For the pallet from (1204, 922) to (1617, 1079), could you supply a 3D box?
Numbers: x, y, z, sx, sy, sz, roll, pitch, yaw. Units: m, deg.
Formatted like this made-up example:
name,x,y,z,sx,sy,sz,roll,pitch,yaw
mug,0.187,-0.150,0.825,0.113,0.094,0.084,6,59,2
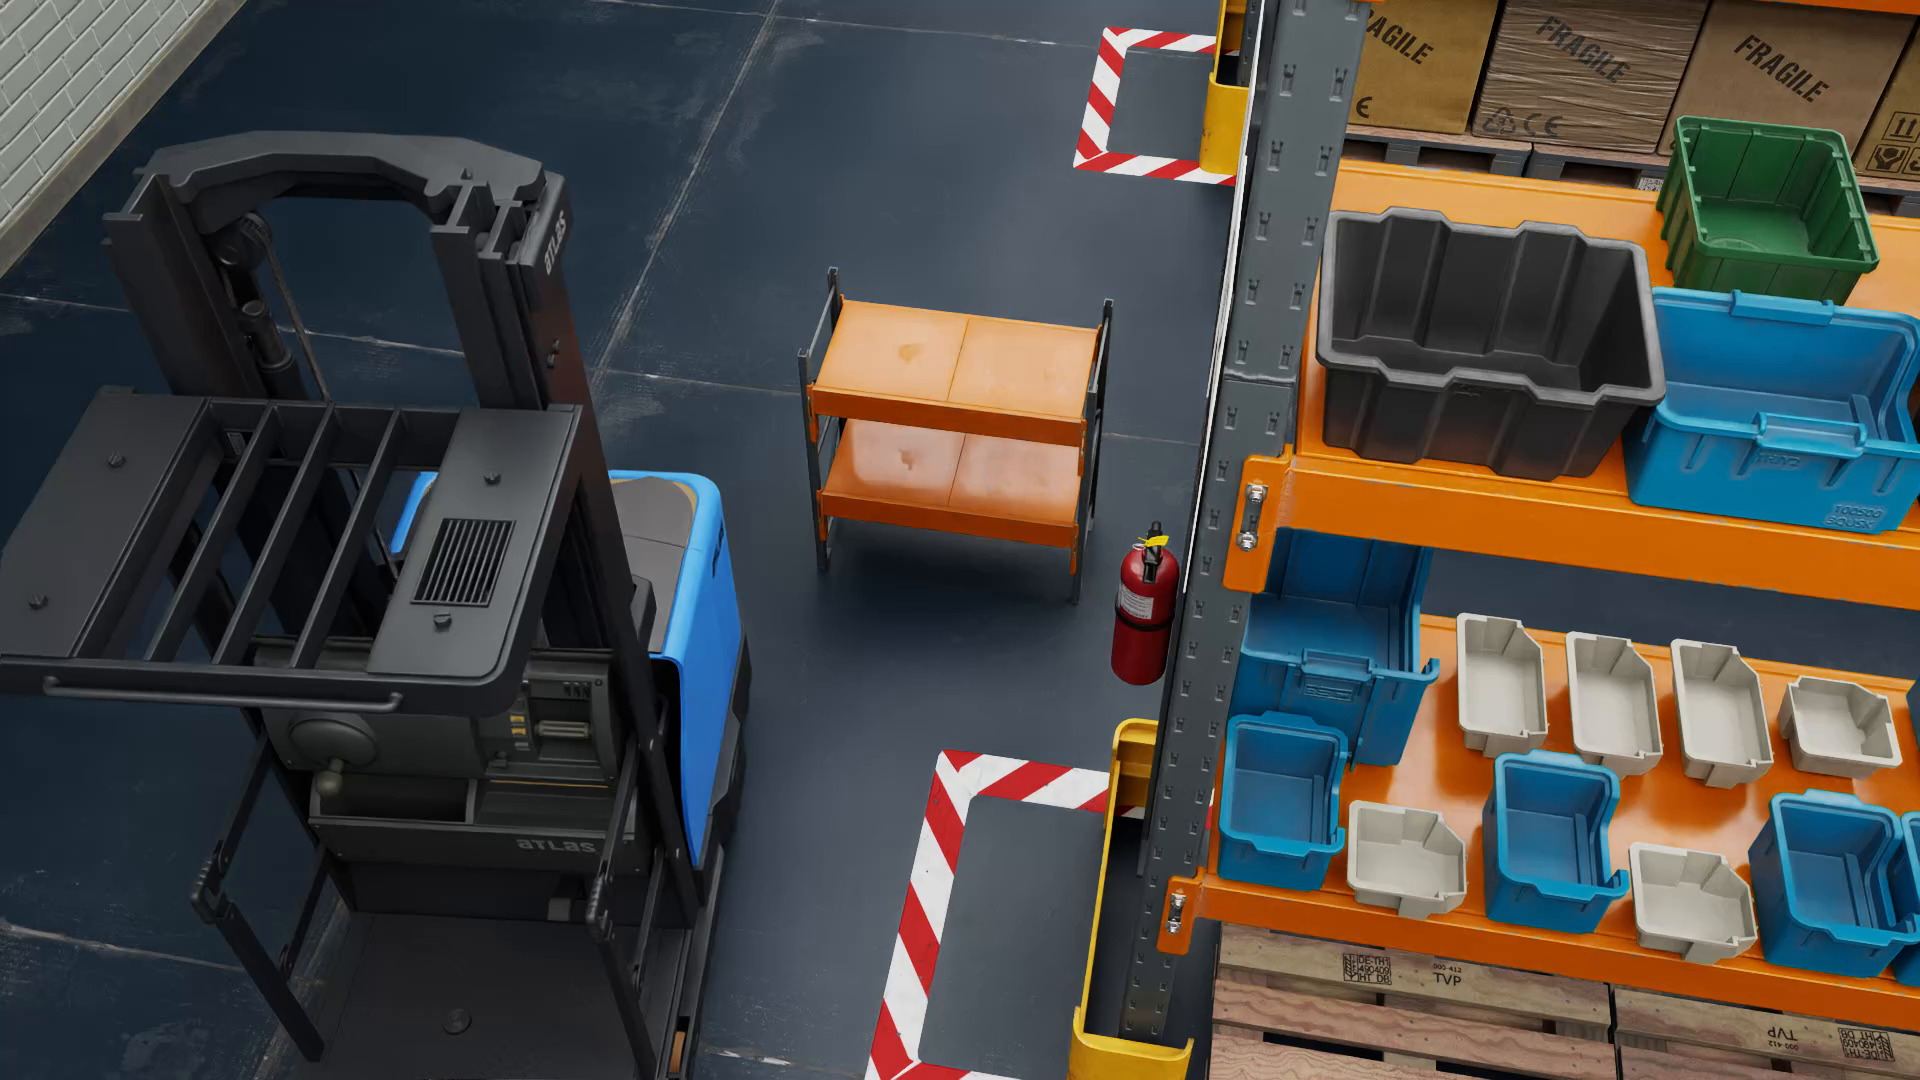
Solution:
name,x,y,z,sx,sy,sz,roll,pitch,yaw
pallet,1.420,1.430,5.295,1.213,0.211,1.003,8,49,7

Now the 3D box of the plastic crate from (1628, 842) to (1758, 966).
name,x,y,z,sx,sy,sz,roll,pitch,yaw
plastic crate,1.769,0.895,4.038,0.298,0.136,0.250,8,49,7

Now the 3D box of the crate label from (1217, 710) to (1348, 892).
name,x,y,z,sx,sy,sz,roll,pitch,yaw
crate label,0.800,0.670,4.175,0.303,0.233,0.416,8,49,7

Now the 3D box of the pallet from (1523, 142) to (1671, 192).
name,x,y,z,sx,sy,sz,roll,pitch,yaw
pallet,3.494,-2.121,8.486,1.213,0.211,1.003,8,49,7

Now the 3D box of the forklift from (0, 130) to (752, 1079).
name,x,y,z,sx,sy,sz,roll,pitch,yaw
forklift,-1.382,0.594,4.218,1.130,2.935,3.031,3,48,2

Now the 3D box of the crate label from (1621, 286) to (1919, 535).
name,x,y,z,sx,sy,sz,roll,pitch,yaw
crate label,1.466,-0.234,2.999,0.502,0.251,0.408,8,49,7

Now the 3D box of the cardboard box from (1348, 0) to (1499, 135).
name,x,y,z,sx,sy,sz,roll,pitch,yaw
cardboard box,2.141,-2.669,8.250,0.875,0.875,0.875,8,49,7

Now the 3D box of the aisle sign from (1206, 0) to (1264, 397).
name,x,y,z,sx,sy,sz,roll,pitch,yaw
aisle sign,0.597,-0.732,3.615,0.004,0.787,0.394,8,49,7

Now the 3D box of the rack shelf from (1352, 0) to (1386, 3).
name,x,y,z,sx,sy,sz,roll,pitch,yaw
rack shelf,2.584,-1.006,2.328,4.000,0.370,1.077,8,49,7

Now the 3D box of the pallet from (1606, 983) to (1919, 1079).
name,x,y,z,sx,sy,sz,roll,pitch,yaw
pallet,2.617,1.593,5.148,1.213,0.211,1.003,8,49,7

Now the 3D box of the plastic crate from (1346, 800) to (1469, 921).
name,x,y,z,sx,sy,sz,roll,pitch,yaw
plastic crate,1.101,0.806,4.119,0.298,0.136,0.250,8,49,7

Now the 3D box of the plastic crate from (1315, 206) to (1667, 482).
name,x,y,z,sx,sy,sz,roll,pitch,yaw
plastic crate,0.945,-0.343,3.085,0.590,0.269,0.497,8,49,7

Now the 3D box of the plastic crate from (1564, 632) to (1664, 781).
name,x,y,z,sx,sy,sz,roll,pitch,yaw
plastic crate,1.733,0.453,4.435,0.243,0.136,0.396,8,49,7

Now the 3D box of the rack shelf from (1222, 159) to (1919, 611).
name,x,y,z,sx,sy,sz,roll,pitch,yaw
rack shelf,2.584,-0.137,3.295,4.000,0.370,1.077,8,49,7

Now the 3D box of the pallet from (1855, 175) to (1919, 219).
name,x,y,z,sx,sy,sz,roll,pitch,yaw
pallet,4.698,-1.961,8.342,1.213,0.211,1.003,8,49,7

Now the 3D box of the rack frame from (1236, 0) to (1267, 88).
name,x,y,z,sx,sy,sz,roll,pitch,yaw
rack frame,1.497,-3.265,7.639,0.127,3.000,1.000,8,49,7

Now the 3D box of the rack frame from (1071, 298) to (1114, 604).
name,x,y,z,sx,sy,sz,roll,pitch,yaw
rack frame,0.494,-0.310,6.244,0.032,1.125,0.500,8,49,7

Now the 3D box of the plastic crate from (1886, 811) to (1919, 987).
name,x,y,z,sx,sy,sz,roll,pitch,yaw
plastic crate,2.391,0.884,3.983,0.300,0.233,0.416,8,49,7

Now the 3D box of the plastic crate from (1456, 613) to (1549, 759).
name,x,y,z,sx,sy,sz,roll,pitch,yaw
plastic crate,1.450,0.404,4.479,0.243,0.136,0.396,8,49,7

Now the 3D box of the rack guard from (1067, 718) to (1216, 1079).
name,x,y,z,sx,sy,sz,roll,pitch,yaw
rack guard,0.590,1.203,5.305,0.348,0.500,1.175,8,49,7

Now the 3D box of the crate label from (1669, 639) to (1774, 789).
name,x,y,z,sx,sy,sz,roll,pitch,yaw
crate label,2.011,0.472,4.418,0.243,0.136,0.396,8,49,7

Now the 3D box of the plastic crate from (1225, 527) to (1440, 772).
name,x,y,z,sx,sy,sz,roll,pitch,yaw
plastic crate,0.978,0.236,4.429,0.499,0.435,0.616,8,49,7

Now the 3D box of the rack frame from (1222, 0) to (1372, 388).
name,x,y,z,sx,sy,sz,roll,pitch,yaw
rack frame,0.616,-1.644,2.150,0.127,3.000,1.000,8,49,7

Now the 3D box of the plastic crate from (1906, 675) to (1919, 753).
name,x,y,z,sx,sy,sz,roll,pitch,yaw
plastic crate,2.682,0.481,4.346,0.300,0.233,0.416,8,49,7

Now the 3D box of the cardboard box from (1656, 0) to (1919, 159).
name,x,y,z,sx,sy,sz,roll,pitch,yaw
cardboard box,3.912,-2.431,8.036,0.875,0.875,0.875,8,49,7

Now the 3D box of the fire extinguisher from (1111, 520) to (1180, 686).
name,x,y,z,sx,sy,sz,roll,pitch,yaw
fire extinguisher,0.548,0.159,4.866,0.183,0.674,0.296,8,49,7

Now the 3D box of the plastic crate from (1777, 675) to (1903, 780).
name,x,y,z,sx,sy,sz,roll,pitch,yaw
plastic crate,2.306,0.498,4.395,0.250,0.136,0.298,8,49,7

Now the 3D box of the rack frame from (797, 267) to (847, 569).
name,x,y,z,sx,sy,sz,roll,pitch,yaw
rack frame,-0.507,-0.444,6.365,0.032,1.125,0.500,8,49,7

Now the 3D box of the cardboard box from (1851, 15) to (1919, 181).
name,x,y,z,sx,sy,sz,roll,pitch,yaw
cardboard box,4.798,-2.312,7.929,0.875,0.875,0.875,8,49,7

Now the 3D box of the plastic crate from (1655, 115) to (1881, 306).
name,x,y,z,sx,sy,sz,roll,pitch,yaw
plastic crate,1.637,-0.650,3.415,0.336,0.188,0.450,8,49,7

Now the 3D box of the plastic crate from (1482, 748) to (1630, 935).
name,x,y,z,sx,sy,sz,roll,pitch,yaw
plastic crate,1.448,0.757,4.097,0.300,0.233,0.416,8,49,7

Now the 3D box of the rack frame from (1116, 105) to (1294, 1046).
name,x,y,z,sx,sy,sz,roll,pitch,yaw
rack frame,0.616,0.361,4.381,0.127,3.000,1.000,8,49,7

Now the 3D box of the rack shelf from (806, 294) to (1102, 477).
name,x,y,z,sx,sy,sz,roll,pitch,yaw
rack shelf,-0.007,-0.572,6.087,1.000,0.278,0.538,8,49,7

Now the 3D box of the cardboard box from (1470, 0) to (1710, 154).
name,x,y,z,sx,sy,sz,roll,pitch,yaw
cardboard box,3.036,-2.548,8.141,0.875,0.875,0.875,8,49,7

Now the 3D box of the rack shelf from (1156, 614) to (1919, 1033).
name,x,y,z,sx,sy,sz,roll,pitch,yaw
rack shelf,2.584,0.866,4.411,4.000,0.370,1.077,8,49,7

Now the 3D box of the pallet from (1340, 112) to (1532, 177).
name,x,y,z,sx,sy,sz,roll,pitch,yaw
pallet,2.297,-2.284,8.633,1.213,0.211,1.003,8,49,7

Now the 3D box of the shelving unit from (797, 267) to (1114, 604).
name,x,y,z,sx,sy,sz,roll,pitch,yaw
shelving unit,-0.007,-0.377,6.304,1.048,1.125,0.538,8,49,7

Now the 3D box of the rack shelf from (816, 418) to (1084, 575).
name,x,y,z,sx,sy,sz,roll,pitch,yaw
rack shelf,-0.007,-0.213,6.486,1.000,0.278,0.538,8,49,7

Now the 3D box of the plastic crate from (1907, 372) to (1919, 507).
name,x,y,z,sx,sy,sz,roll,pitch,yaw
plastic crate,2.070,-0.218,2.926,0.767,0.338,0.504,8,49,7

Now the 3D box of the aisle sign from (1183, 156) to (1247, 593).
name,x,y,z,sx,sy,sz,roll,pitch,yaw
aisle sign,0.492,-0.300,3.227,0.004,0.787,0.394,8,49,7

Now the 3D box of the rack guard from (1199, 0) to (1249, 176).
name,x,y,z,sx,sy,sz,roll,pitch,yaw
rack guard,1.473,-2.432,8.571,0.348,0.500,1.175,8,49,7

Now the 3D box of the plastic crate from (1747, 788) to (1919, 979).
name,x,y,z,sx,sy,sz,roll,pitch,yaw
plastic crate,2.096,0.844,4.019,0.300,0.233,0.416,8,49,7
